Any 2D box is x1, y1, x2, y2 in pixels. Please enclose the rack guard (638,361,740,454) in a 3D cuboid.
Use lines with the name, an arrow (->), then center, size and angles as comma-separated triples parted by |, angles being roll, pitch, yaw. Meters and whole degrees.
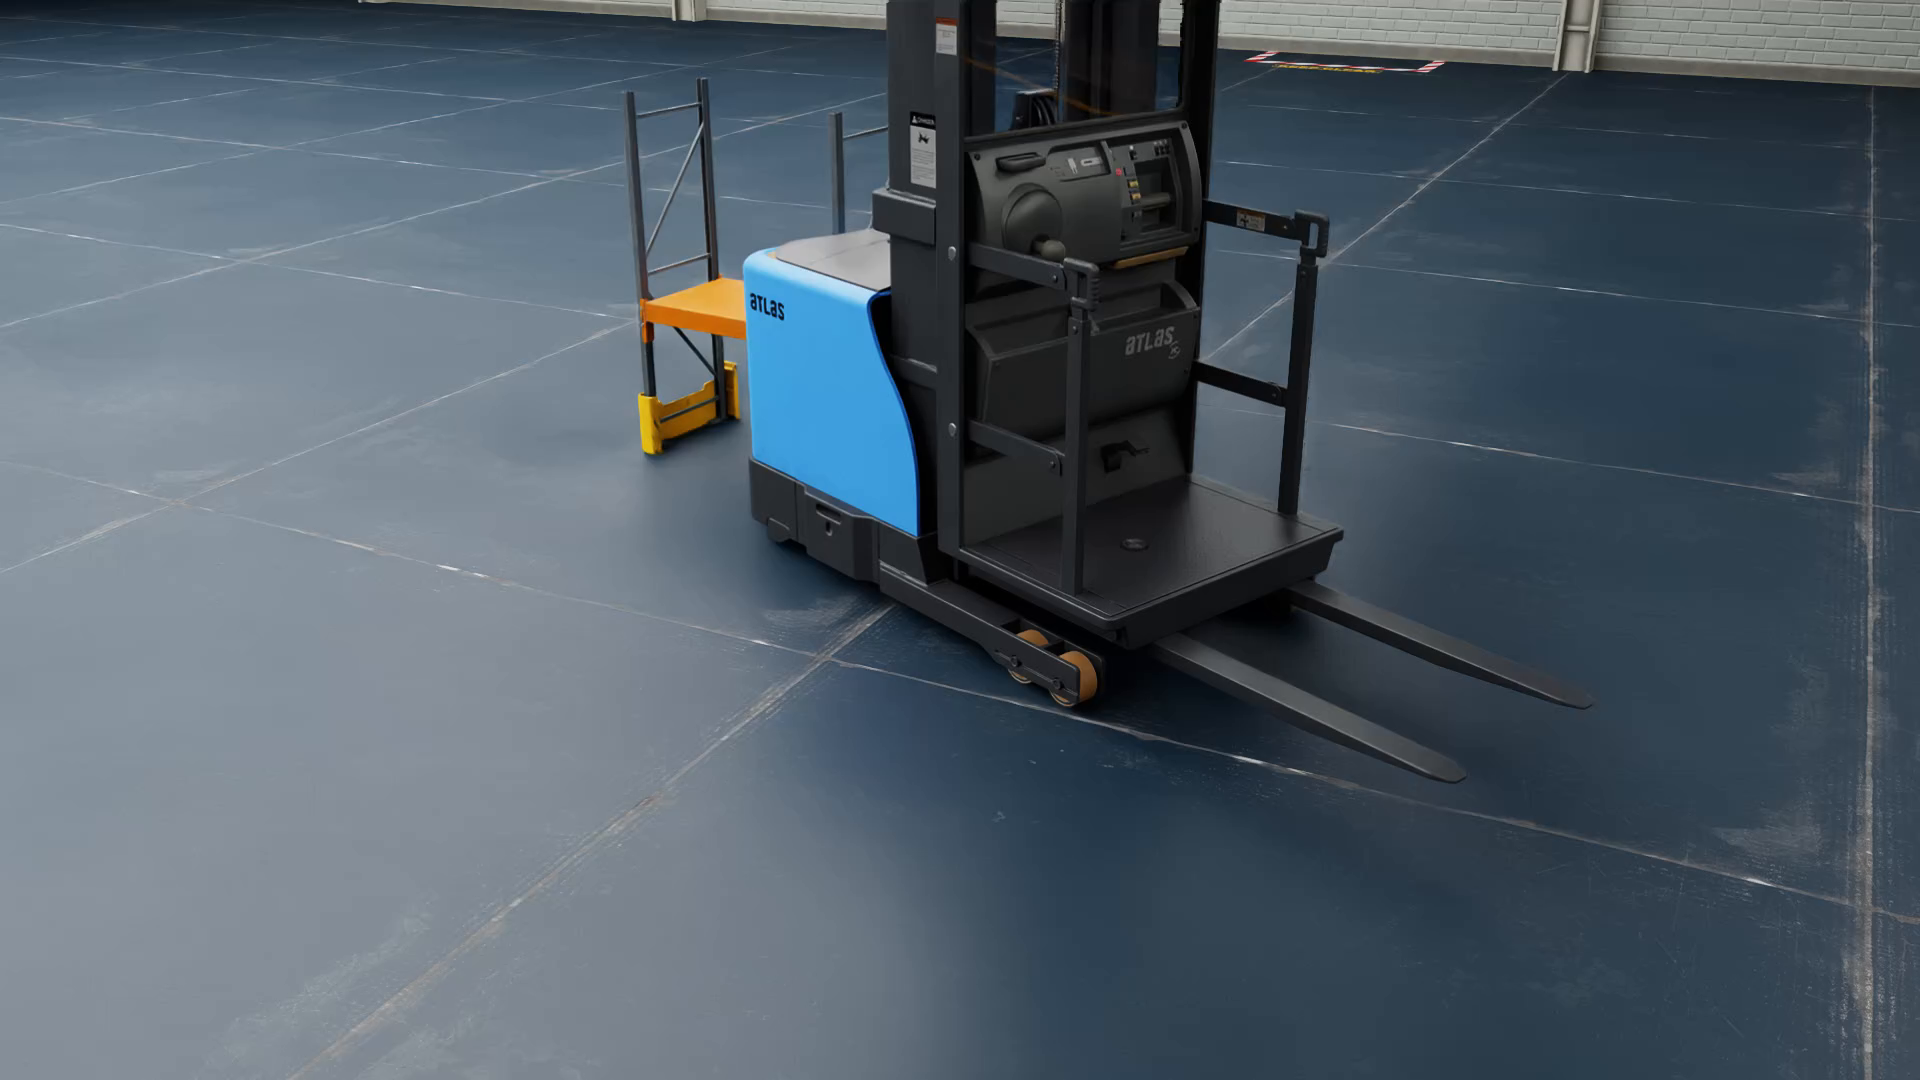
rack guard -> -1.185, -0.588, 7.313 | 0.087, 0.250, 0.587 | 14, 27, 29

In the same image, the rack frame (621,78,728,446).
rack frame -> -1.201, -1.167, 7.078 | 0.032, 1.500, 0.500 | 14, 27, 29

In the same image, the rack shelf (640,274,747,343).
rack shelf -> -0.769, -0.897, 6.901 | 1.000, 0.185, 0.538 | 14, 27, 29

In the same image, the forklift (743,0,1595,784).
forklift -> 0.542, -1.064, 5.007 | 1.130, 2.935, 3.031 | -18, 29, -36

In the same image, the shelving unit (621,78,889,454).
shelving unit -> -0.762, -1.060, 6.826 | 1.083, 1.500, 0.587 | 14, 27, 29

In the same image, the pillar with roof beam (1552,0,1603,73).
pillar with roof beam -> 4.930, -7.910, 13.351 | 0.400, 9.000, 9.100 | 11, 25, 25

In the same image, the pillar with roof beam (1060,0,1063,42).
pillar with roof beam -> -0.425, -8.969, 15.842 | 0.400, 9.000, 9.100 | 11, 25, 25

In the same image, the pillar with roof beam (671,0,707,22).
pillar with roof beam -> -5.779, -10.029, 18.333 | 0.400, 9.000, 9.100 | 11, 25, 25

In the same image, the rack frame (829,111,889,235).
rack frame -> -0.338, -0.957, 6.584 | 0.032, 1.500, 0.500 | 14, 27, 29

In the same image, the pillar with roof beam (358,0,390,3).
pillar with roof beam -> -11.134, -11.088, 20.824 | 0.400, 9.000, 9.100 | 11, 25, 25
